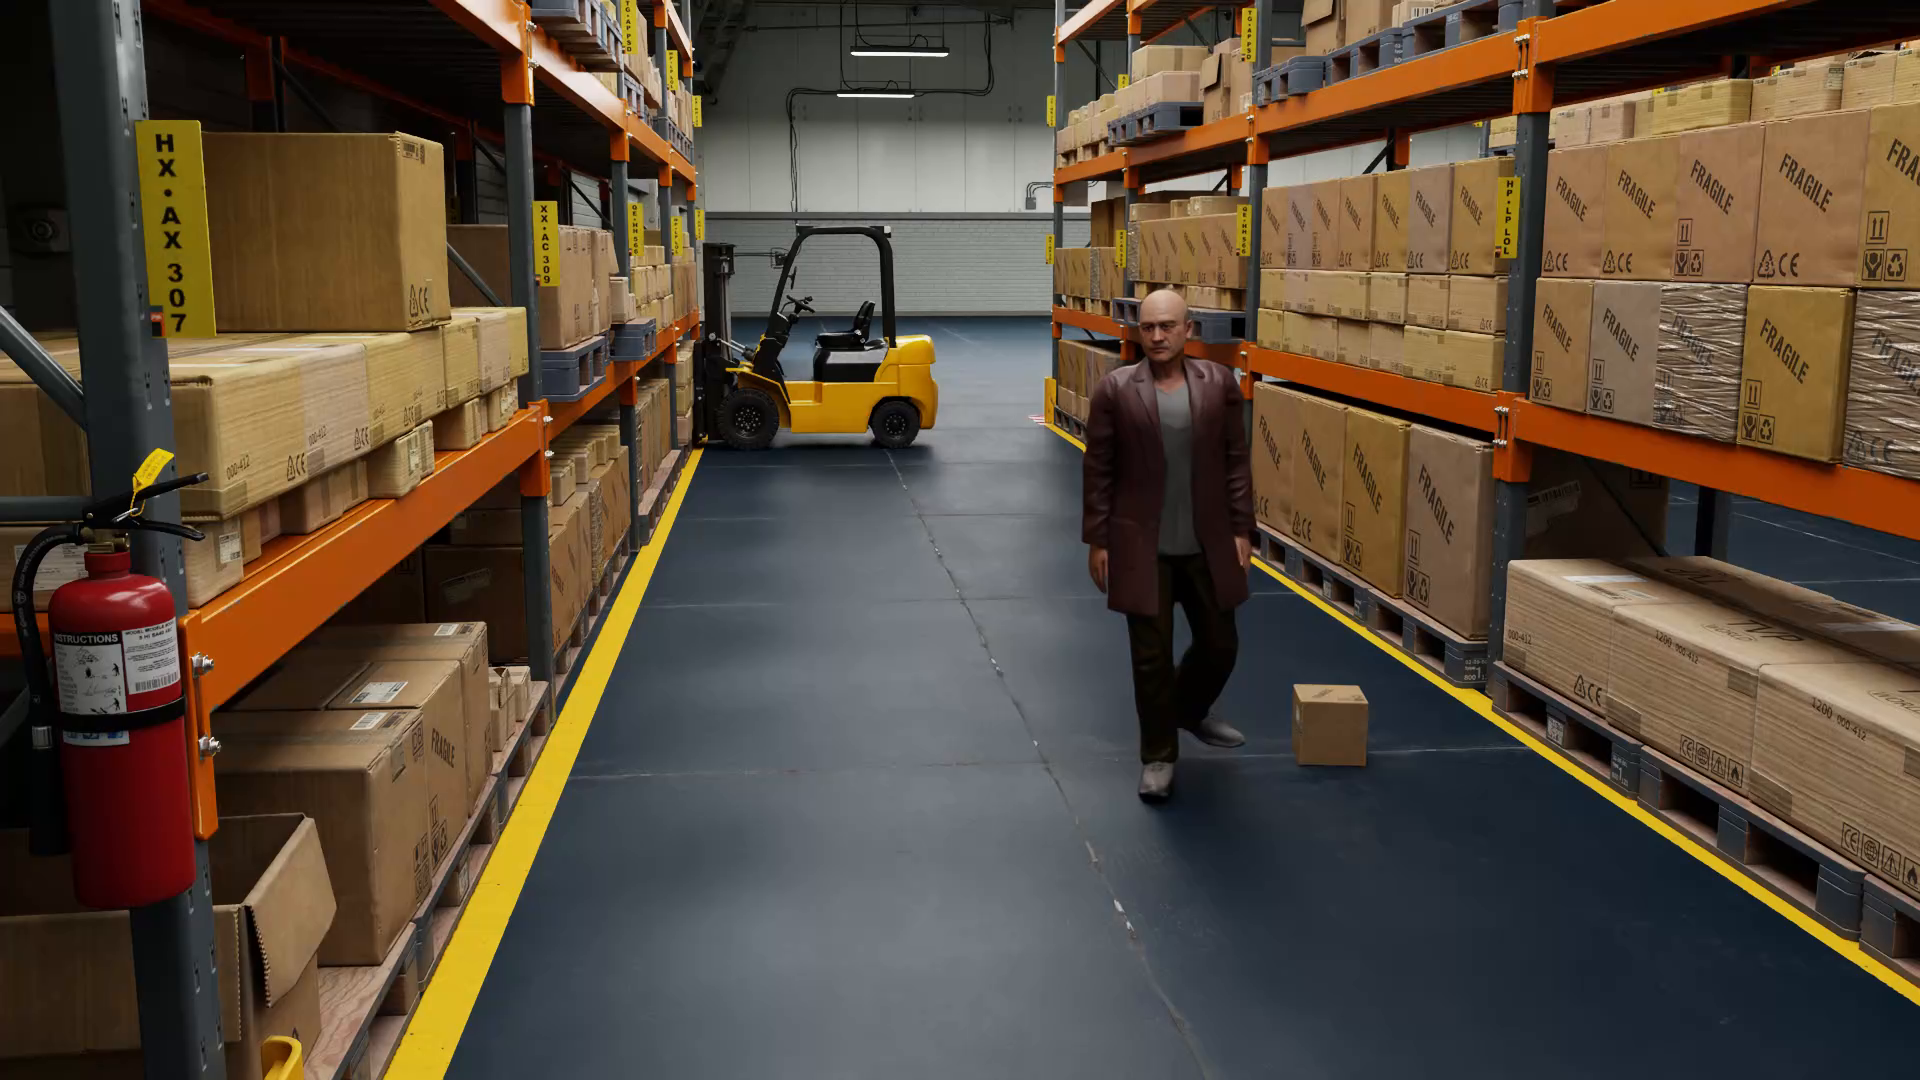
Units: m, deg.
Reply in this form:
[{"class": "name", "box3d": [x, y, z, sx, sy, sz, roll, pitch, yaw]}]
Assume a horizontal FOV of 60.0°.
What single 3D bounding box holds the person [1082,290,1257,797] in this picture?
[{"class": "person", "box3d": [0.743, -0.002, 5.938, 0.630, 1.771, 0.592, -1, 10, -3]}]
